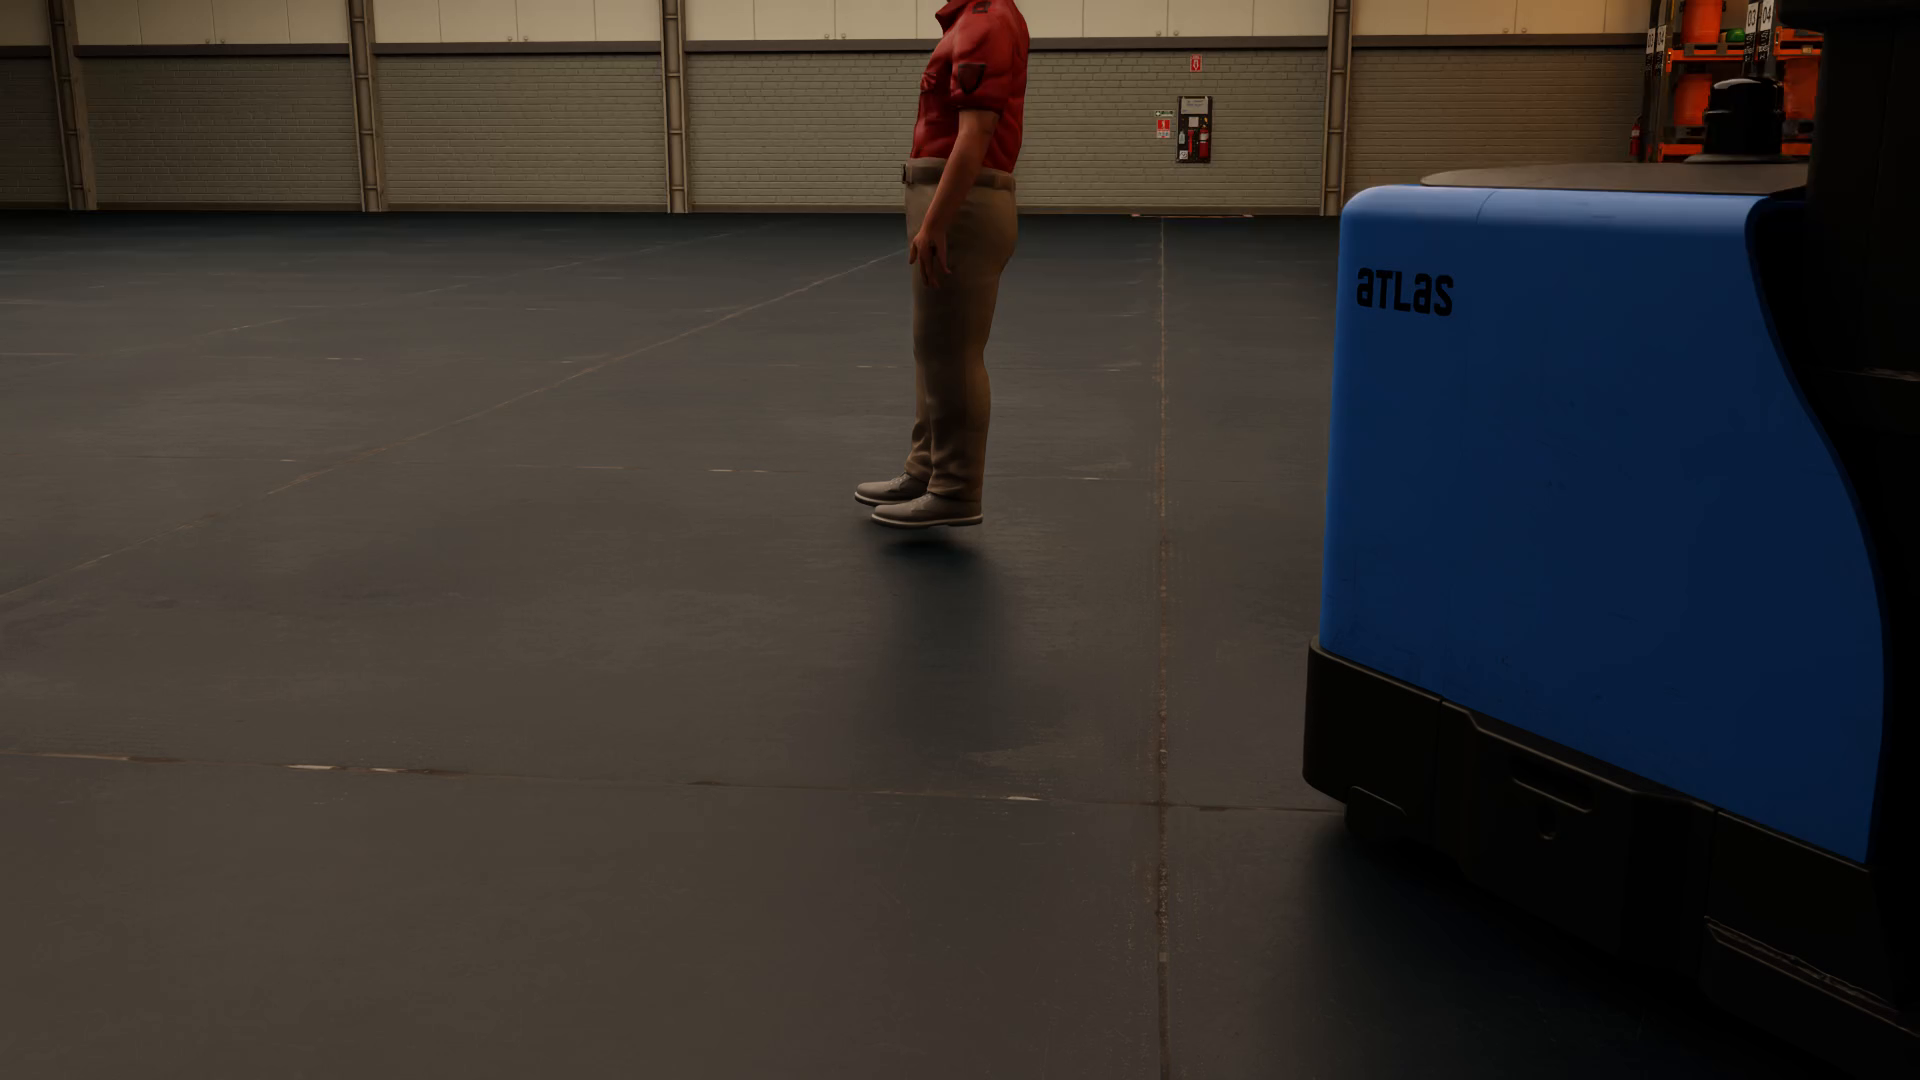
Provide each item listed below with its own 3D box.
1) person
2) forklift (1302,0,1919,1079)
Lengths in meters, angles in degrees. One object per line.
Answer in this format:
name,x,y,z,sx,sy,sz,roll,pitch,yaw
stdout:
person,-0.088,-0.894,4.760,0.550,1.727,0.641,2,13,7
forklift,1.724,-0.705,1.526,1.130,2.935,3.031,-7,15,-27
